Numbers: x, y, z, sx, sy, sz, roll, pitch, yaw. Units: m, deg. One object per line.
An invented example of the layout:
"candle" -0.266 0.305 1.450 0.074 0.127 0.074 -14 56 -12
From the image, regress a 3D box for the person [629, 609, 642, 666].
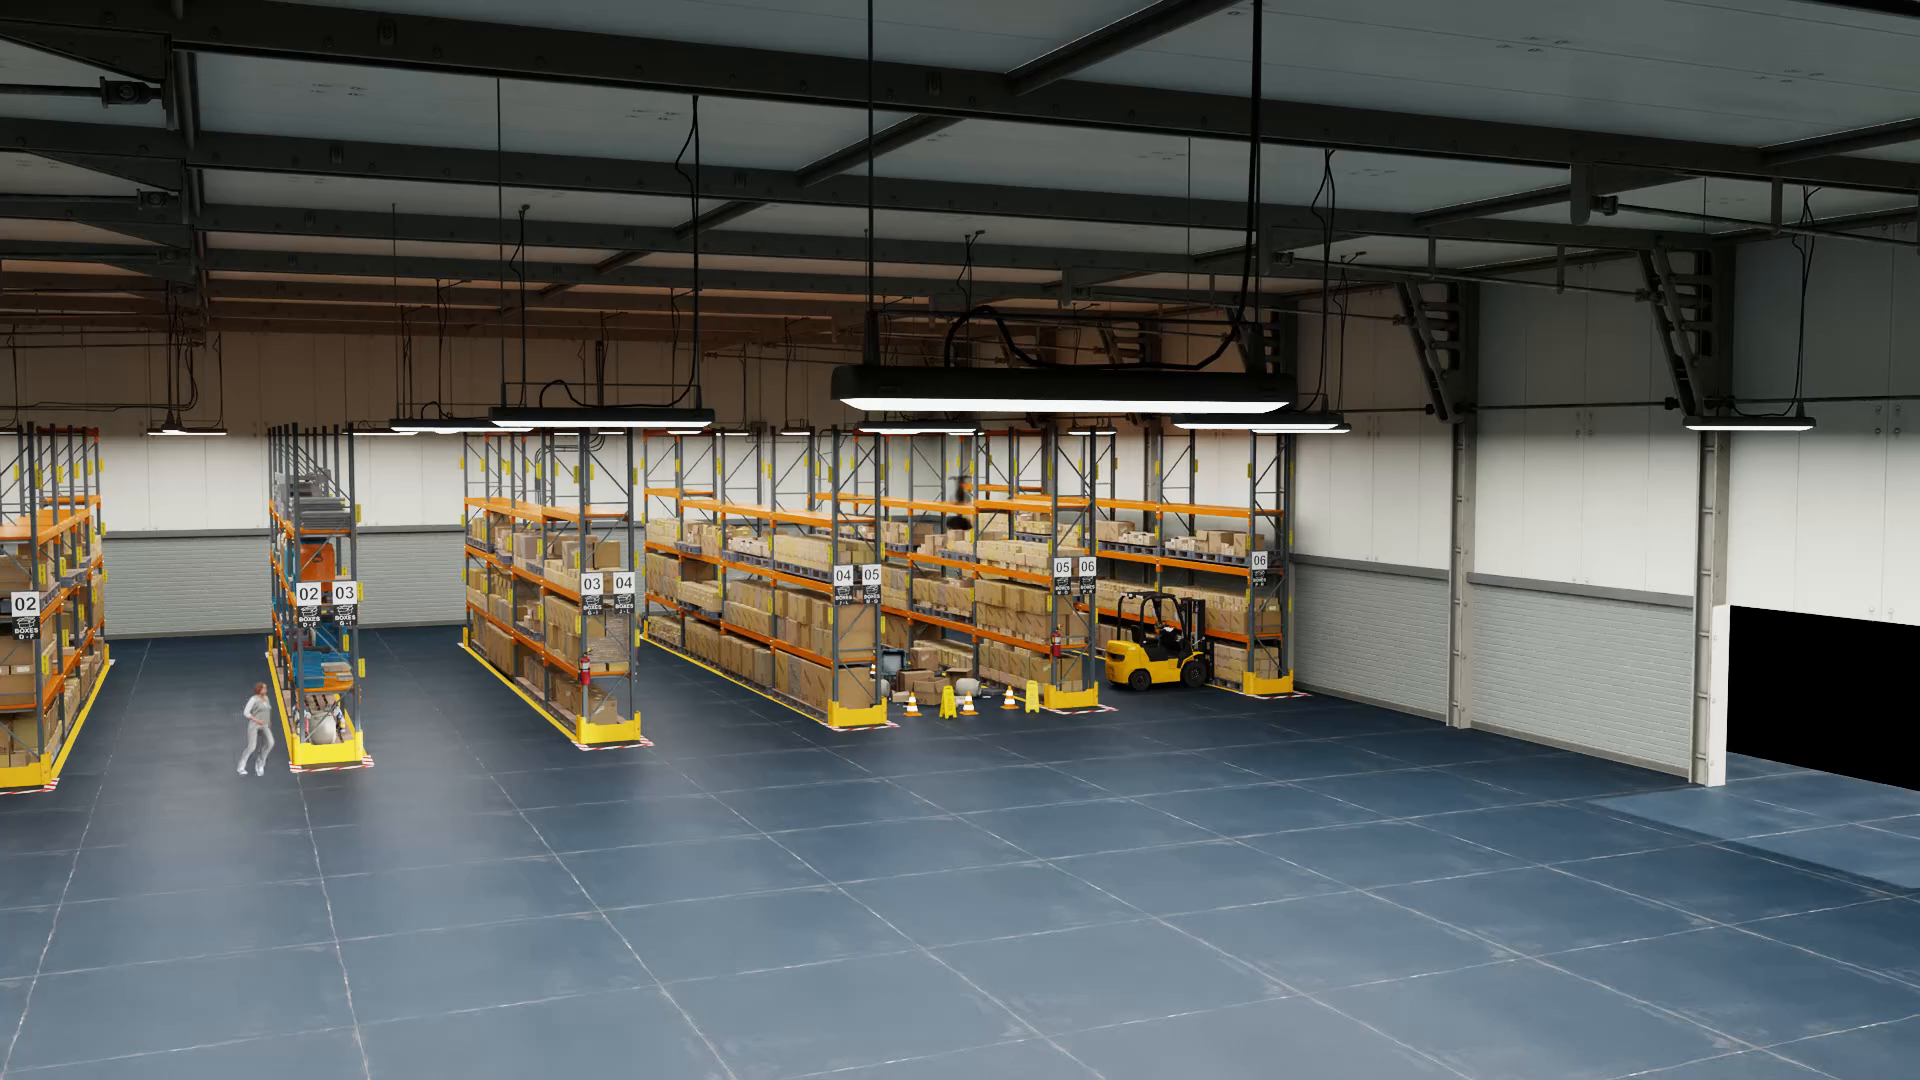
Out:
"person" -8.337 2.338 42.165 0.600 1.640 0.794 -3 4 -36

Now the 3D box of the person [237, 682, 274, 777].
"person" -11.936 3.212 28.318 0.609 1.584 0.599 2 4 28

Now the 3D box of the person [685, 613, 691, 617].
"person" -7.916 1.831 49.323 0.833 1.802 0.744 2 4 31
